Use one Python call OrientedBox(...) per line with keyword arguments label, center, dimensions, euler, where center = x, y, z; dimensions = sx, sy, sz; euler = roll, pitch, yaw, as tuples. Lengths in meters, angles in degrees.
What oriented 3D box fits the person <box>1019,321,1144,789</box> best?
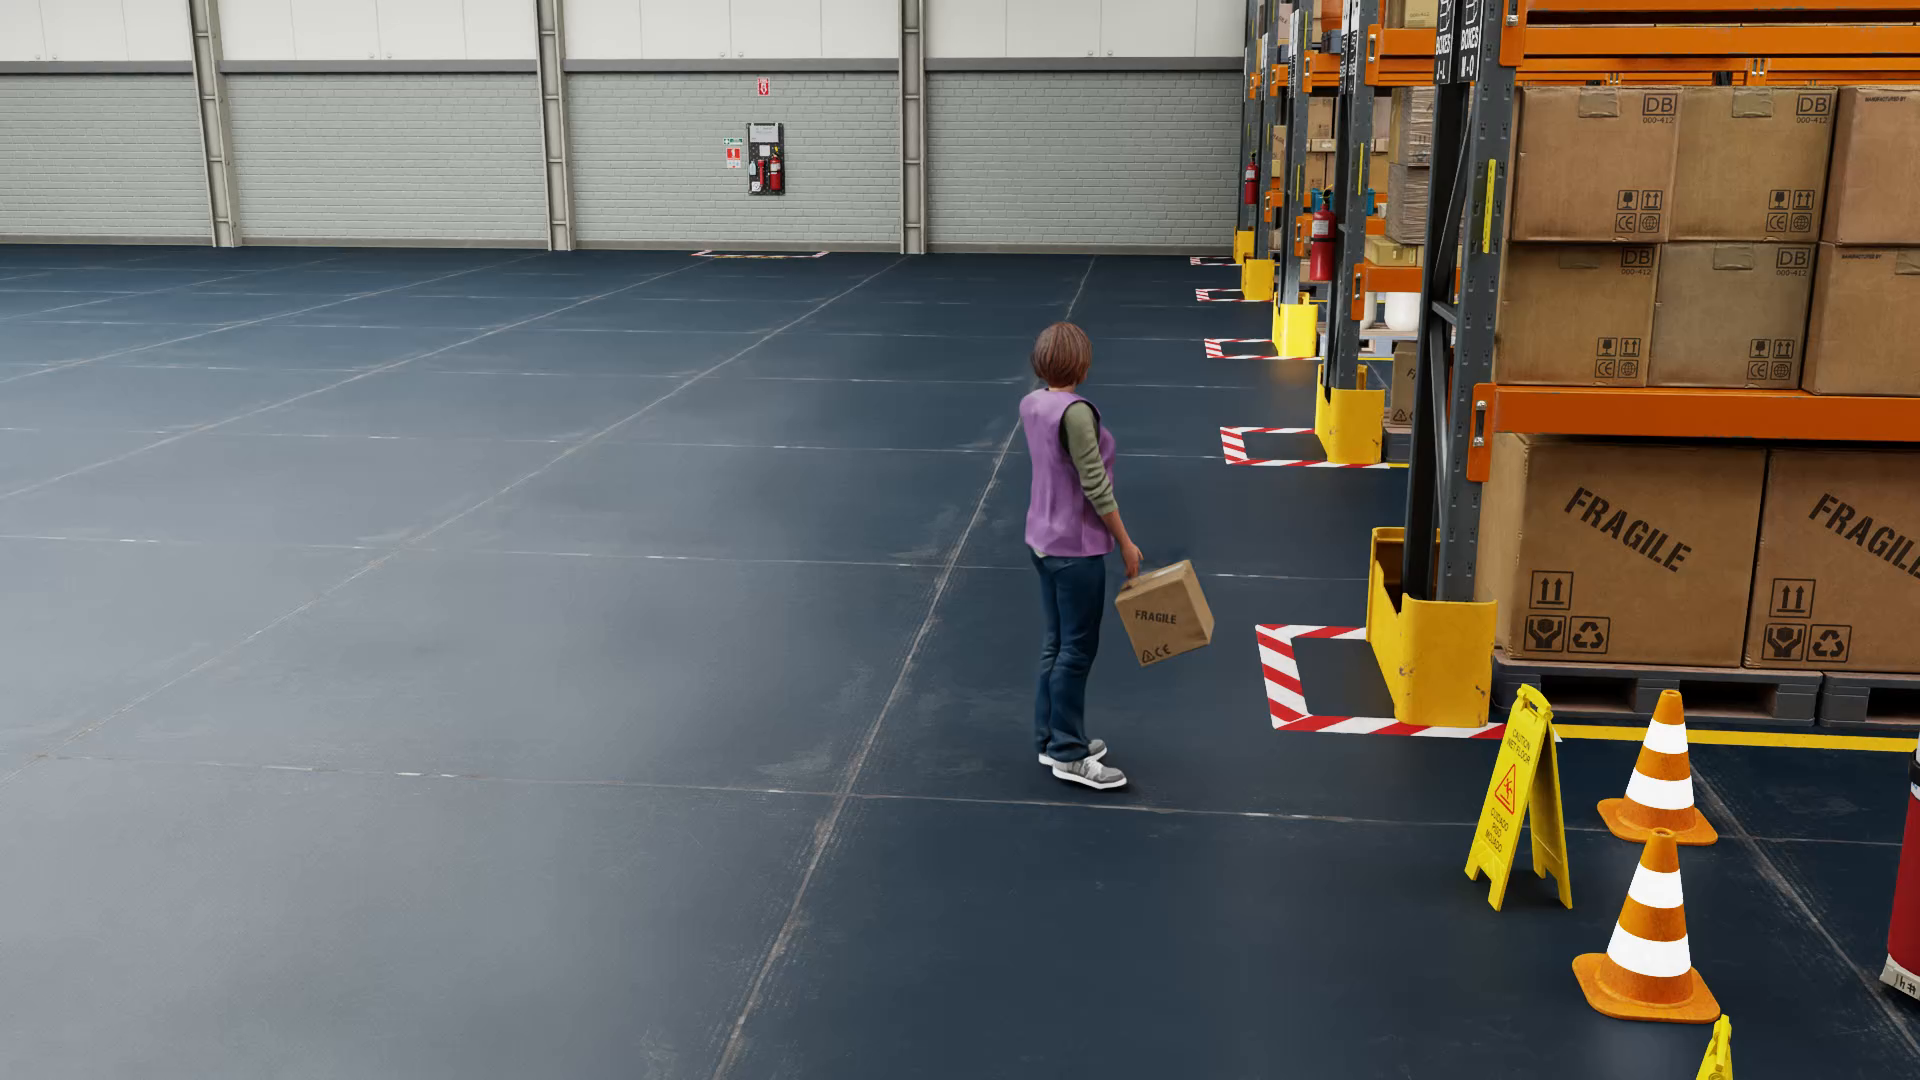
OrientedBox(label="person", center=(0.425, 0.047, 5.813), dimensions=(0.359, 1.598, 0.499), euler=(-5, 15, -19))
